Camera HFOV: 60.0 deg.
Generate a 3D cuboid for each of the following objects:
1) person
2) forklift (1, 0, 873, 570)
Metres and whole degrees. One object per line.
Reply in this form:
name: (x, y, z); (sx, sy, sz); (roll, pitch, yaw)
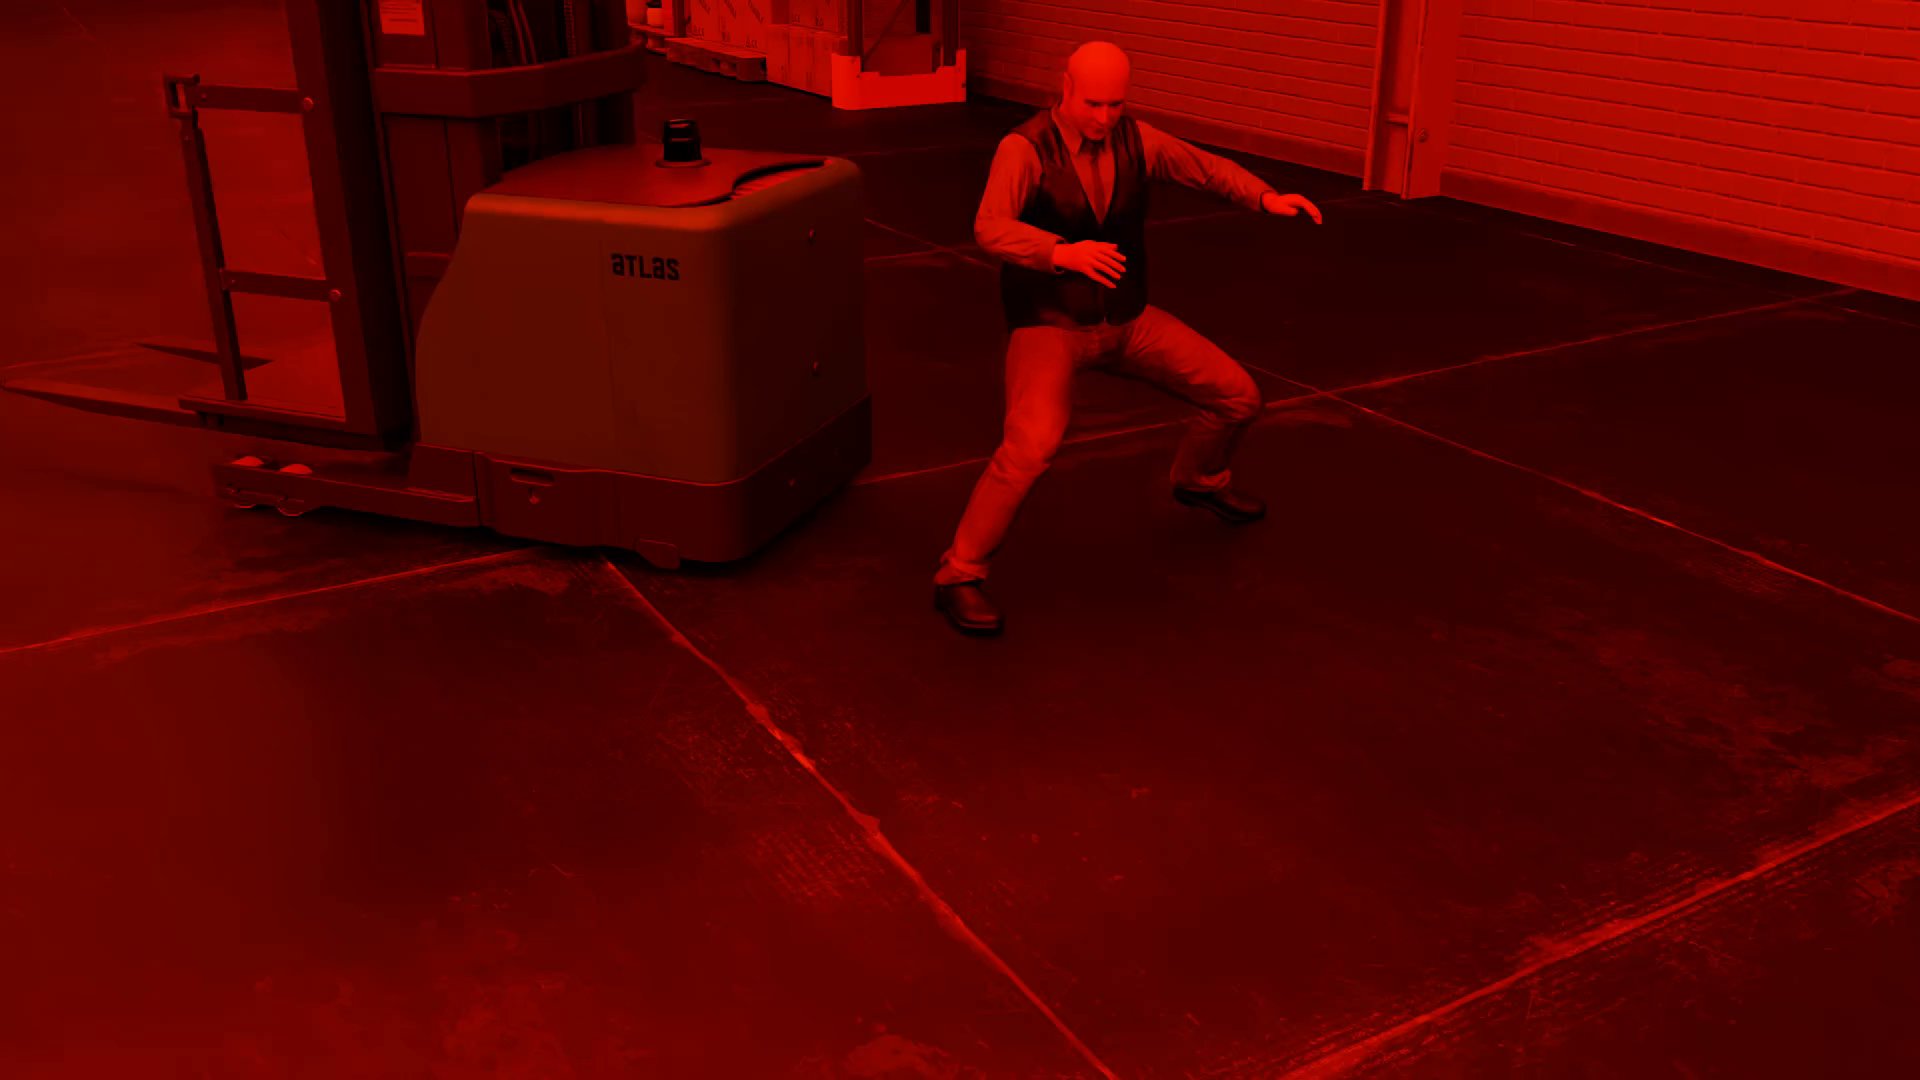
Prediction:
person: (0.439, -0.626, 4.691); (1.204, 1.497, 0.709); (-9, 24, -21)
forklift: (-1.865, -1.606, 5.188); (3.031, 2.935, 1.130); (8, 24, 20)
